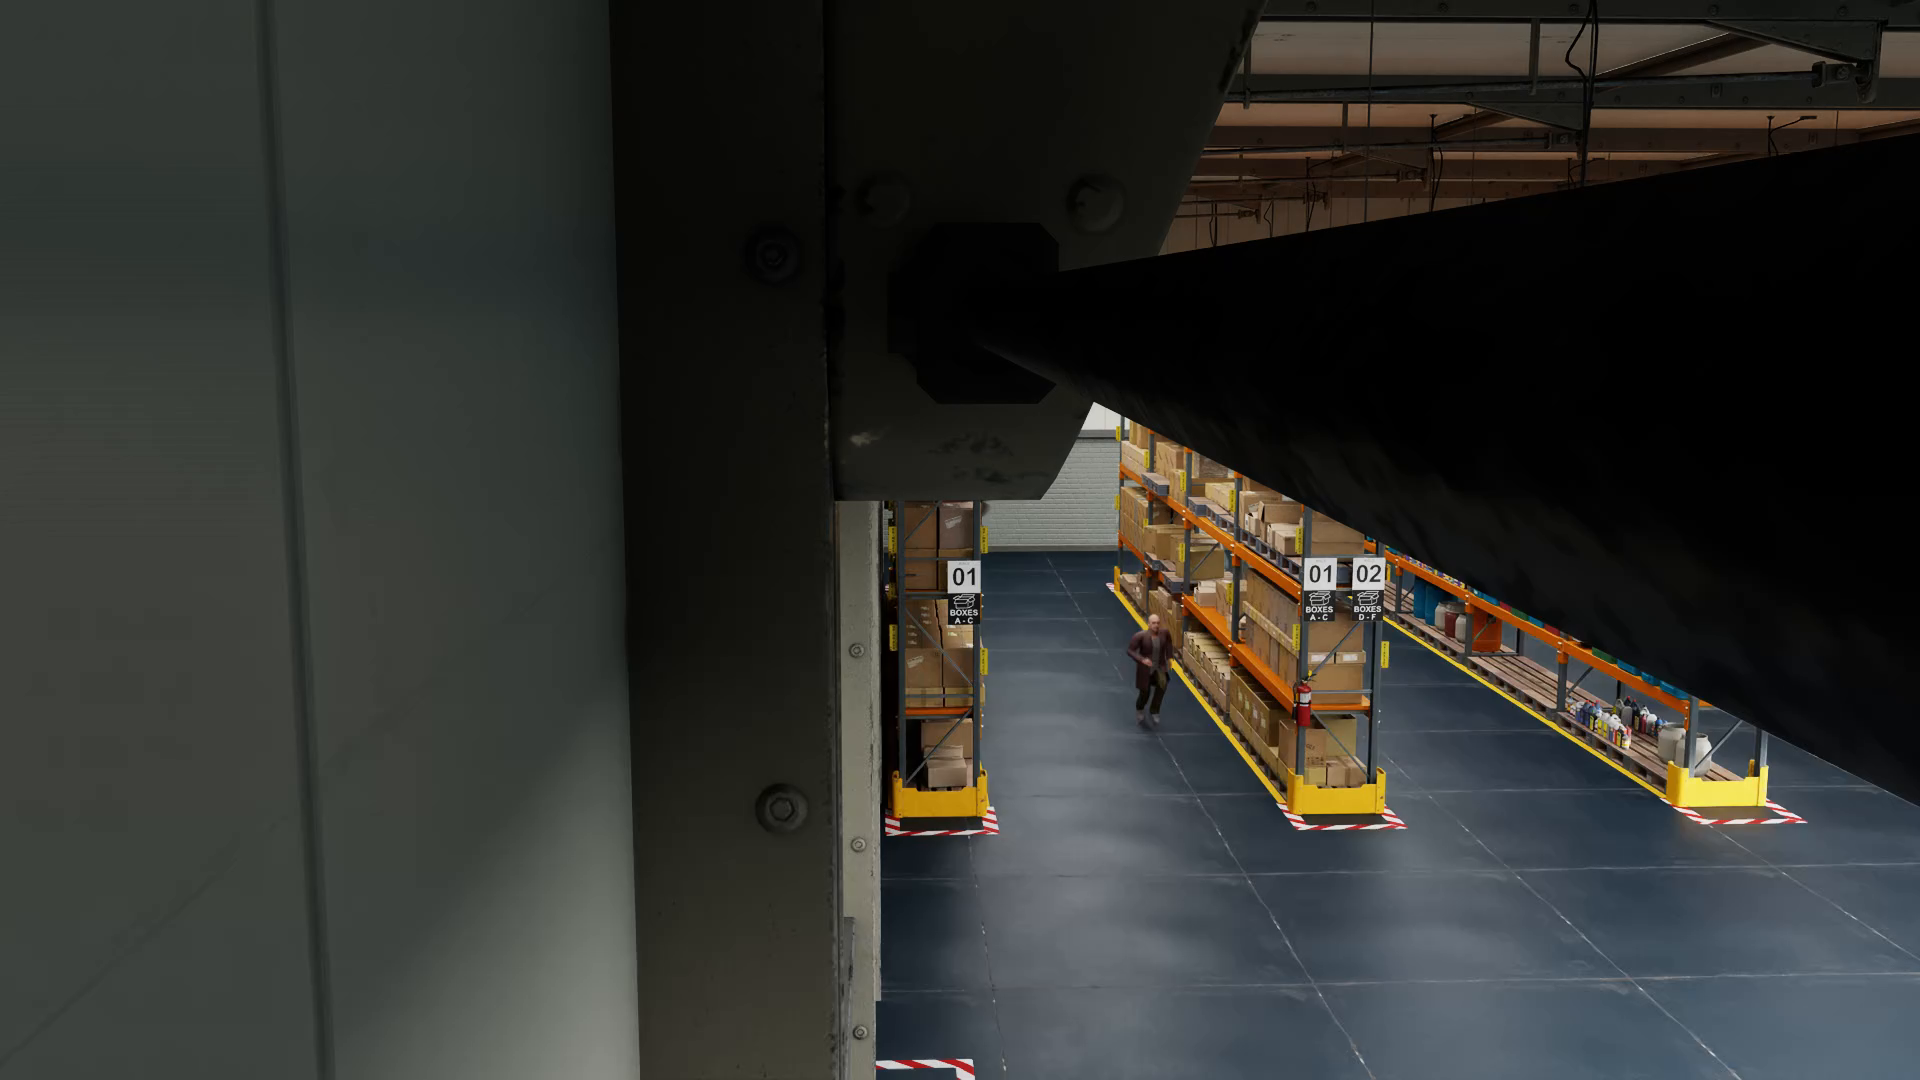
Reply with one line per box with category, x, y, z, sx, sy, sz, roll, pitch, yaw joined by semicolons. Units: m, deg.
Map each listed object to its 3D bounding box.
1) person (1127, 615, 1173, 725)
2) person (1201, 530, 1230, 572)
person;2.793;1.908;24.412;0.733;1.695;1.106;-1;8;-9
person;5.581;0.243;36.458;0.725;1.710;0.638;-4;9;-27
